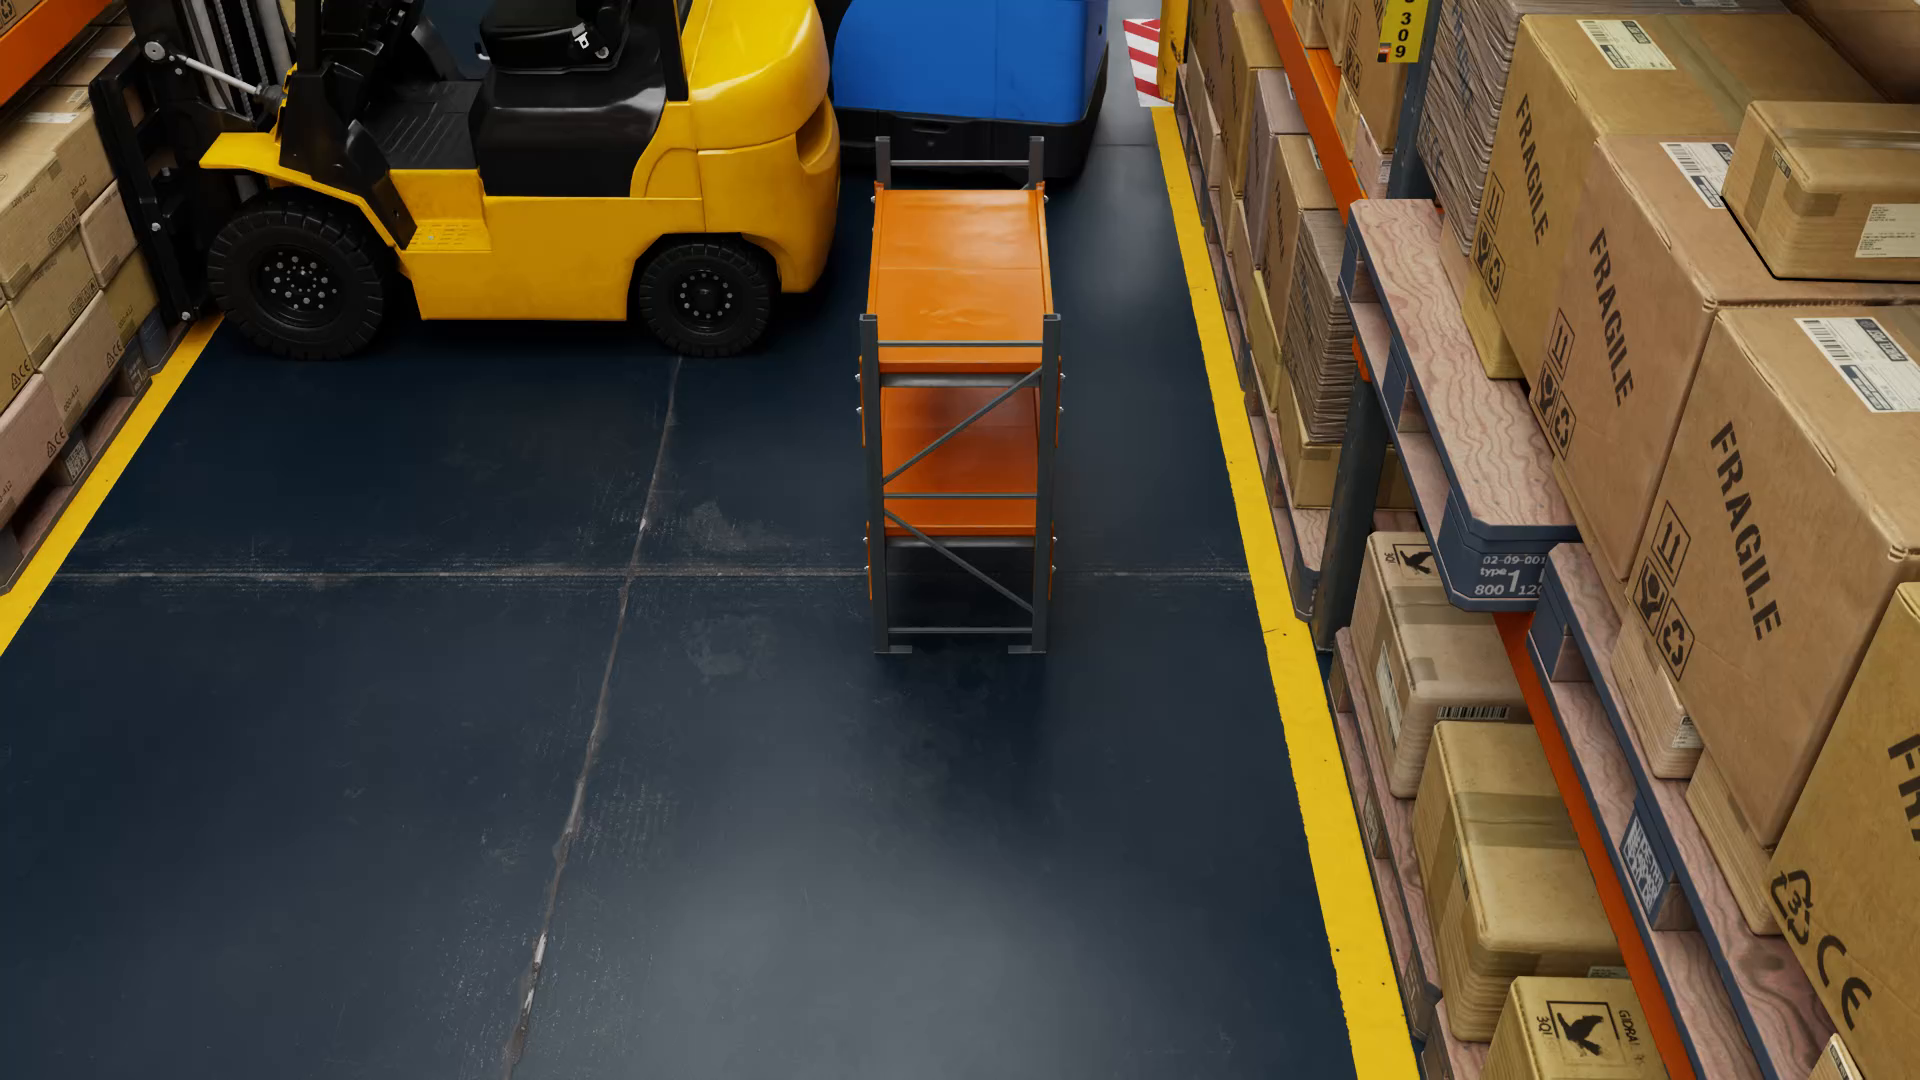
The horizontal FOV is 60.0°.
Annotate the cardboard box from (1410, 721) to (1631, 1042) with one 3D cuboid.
[{"bbox_3d":[1.545,0.760,3.668,0.950,0.372,0.625,2,39,3],"label":"cardboard box"}]

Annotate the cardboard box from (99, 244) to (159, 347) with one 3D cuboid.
[{"bbox_3d":[-3.128,-0.905,5.844,0.500,0.250,0.500,1,39,1],"label":"cardboard box"}]

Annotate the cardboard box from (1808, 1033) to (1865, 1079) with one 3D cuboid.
[{"bbox_3d":[1.182,0.697,1.846,0.380,0.149,0.250,1,39,1],"label":"cardboard box"}]

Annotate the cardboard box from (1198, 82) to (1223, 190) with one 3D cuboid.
[{"bbox_3d":[1.250,-1.647,6.770,0.500,0.250,0.500,1,39,2],"label":"cardboard box"}]

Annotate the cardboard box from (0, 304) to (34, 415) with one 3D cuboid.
[{"bbox_3d":[-3.118,-0.462,4.890,0.500,0.250,0.500,0,39,0],"label":"cardboard box"}]

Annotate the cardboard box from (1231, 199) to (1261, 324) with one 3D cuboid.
[{"bbox_3d":[1.261,-0.990,5.950,0.500,0.250,0.500,1,39,1],"label":"cardboard box"}]

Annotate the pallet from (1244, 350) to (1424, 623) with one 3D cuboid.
[{"bbox_3d":[1.501,-0.211,5.344,1.003,0.211,1.213,0,39,0],"label":"pallet"}]

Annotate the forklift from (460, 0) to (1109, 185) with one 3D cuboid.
[{"bbox_3d":[-0.886,-3.104,6.779,3.031,2.935,1.130,7,39,8],"label":"forklift"}]

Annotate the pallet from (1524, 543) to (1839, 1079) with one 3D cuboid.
[{"bbox_3d":[1.499,0.460,2.431,1.003,0.211,1.213,0,39,0],"label":"pallet"}]

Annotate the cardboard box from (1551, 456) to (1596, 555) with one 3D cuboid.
[{"bbox_3d":[1.249,-0.105,2.847,0.380,0.149,0.250,1,39,1],"label":"cardboard box"}]

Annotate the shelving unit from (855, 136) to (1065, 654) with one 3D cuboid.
[{"bbox_3d":[0.000,-0.435,4.893,0.538,1.125,1.048,0,39,0],"label":"shelving unit"}]

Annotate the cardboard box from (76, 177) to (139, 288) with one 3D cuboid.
[{"bbox_3d":[-3.110,-1.091,5.676,0.500,0.250,0.500,0,39,0],"label":"cardboard box"}]

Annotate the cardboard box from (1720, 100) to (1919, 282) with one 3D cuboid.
[{"bbox_3d":[1.288,-0.477,2.275,0.380,0.149,0.250,2,39,2],"label":"cardboard box"}]

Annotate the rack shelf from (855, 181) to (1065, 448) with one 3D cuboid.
[{"bbox_3d":[0.000,-0.663,4.710,0.538,0.278,1.000,0,39,0],"label":"rack shelf"}]

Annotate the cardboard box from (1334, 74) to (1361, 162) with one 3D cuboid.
[{"bbox_3d":[1.225,-1.137,4.472,0.380,0.149,0.250,1,39,1],"label":"cardboard box"}]

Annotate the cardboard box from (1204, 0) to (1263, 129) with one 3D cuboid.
[{"bbox_3d":[1.263,-1.917,6.507,0.500,0.500,0.500,-1,39,-2],"label":"cardboard box"}]

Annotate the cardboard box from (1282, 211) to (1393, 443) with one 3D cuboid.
[{"bbox_3d":[1.268,-0.632,4.903,0.500,0.500,0.500,-1,39,-1],"label":"cardboard box"}]

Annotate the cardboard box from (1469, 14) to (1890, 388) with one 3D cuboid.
[{"bbox_3d":[1.252,-0.591,2.935,0.500,0.500,0.500,0,39,0],"label":"cardboard box"}]

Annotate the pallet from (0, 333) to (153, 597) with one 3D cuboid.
[{"bbox_3d":[-3.385,-0.282,5.433,1.003,0.211,1.213,0,39,0],"label":"pallet"}]

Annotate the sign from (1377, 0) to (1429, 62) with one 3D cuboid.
[{"bbox_3d":[0.995,-1.211,3.671,0.100,0.325,0.005,0,39,0],"label":"sign"}]

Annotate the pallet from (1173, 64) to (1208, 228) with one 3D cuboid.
[{"bbox_3d":[1.498,-1.736,7.248,1.003,0.211,1.213,0,39,0],"label":"pallet"}]

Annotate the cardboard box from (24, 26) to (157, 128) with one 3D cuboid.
[{"bbox_3d":[-3.108,-1.616,5.931,0.500,0.250,0.500,-1,39,-1],"label":"cardboard box"}]

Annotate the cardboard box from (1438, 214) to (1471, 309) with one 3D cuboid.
[{"bbox_3d":[1.222,-0.599,3.464,0.380,0.149,0.250,0,39,1],"label":"cardboard box"}]

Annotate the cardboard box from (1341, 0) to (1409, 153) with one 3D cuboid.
[{"bbox_3d":[1.288,-1.312,4.170,0.500,0.500,0.500,-1,39,-1],"label":"cardboard box"}]

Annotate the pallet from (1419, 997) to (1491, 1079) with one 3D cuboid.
[{"bbox_3d":[1.544,1.461,3.258,1.003,0.211,1.213,0,39,0],"label":"pallet"}]

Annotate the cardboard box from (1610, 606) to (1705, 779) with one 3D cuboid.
[{"bbox_3d":[1.196,0.216,2.446,0.380,0.149,0.250,1,39,2],"label":"cardboard box"}]

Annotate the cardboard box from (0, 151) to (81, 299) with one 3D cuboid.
[{"bbox_3d":[-3.104,-0.976,5.133,0.500,0.250,0.500,0,39,0],"label":"cardboard box"}]

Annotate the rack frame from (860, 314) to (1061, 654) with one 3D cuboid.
[{"bbox_3d":[0.001,-0.117,4.496,0.500,1.125,0.032,0,39,0],"label":"rack frame"}]

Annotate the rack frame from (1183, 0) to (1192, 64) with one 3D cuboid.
[{"bbox_3d":[1.533,-3.380,7.069,1.000,3.000,0.127,0,39,0],"label":"rack frame"}]

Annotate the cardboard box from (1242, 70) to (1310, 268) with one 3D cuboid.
[{"bbox_3d":[1.264,-1.269,5.698,0.500,0.500,0.500,2,39,2],"label":"cardboard box"}]

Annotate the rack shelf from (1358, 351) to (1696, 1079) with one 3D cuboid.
[{"bbox_3d":[1.540,0.653,2.612,1.077,0.370,4.000,0,39,0],"label":"rack shelf"}]

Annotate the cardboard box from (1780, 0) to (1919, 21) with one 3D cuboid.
[{"bbox_3d":[1.767,-0.909,3.332,0.500,0.500,0.500,-1,39,-1],"label":"cardboard box"}]

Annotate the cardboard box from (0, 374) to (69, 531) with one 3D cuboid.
[{"bbox_3d":[-3.096,-0.266,5.047,0.500,0.250,0.500,0,39,0],"label":"cardboard box"}]

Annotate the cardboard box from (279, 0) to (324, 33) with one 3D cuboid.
[{"bbox_3d":[-3.118,-2.356,7.255,0.500,0.250,0.500,0,39,-1],"label":"cardboard box"}]

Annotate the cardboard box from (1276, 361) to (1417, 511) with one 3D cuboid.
[{"bbox_3d":[1.268,-0.339,5.138,0.500,0.250,0.500,2,39,2],"label":"cardboard box"}]

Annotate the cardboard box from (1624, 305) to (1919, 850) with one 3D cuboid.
[{"bbox_3d":[1.250,0.039,2.149,0.500,0.500,0.500,-2,39,-2],"label":"cardboard box"}]
